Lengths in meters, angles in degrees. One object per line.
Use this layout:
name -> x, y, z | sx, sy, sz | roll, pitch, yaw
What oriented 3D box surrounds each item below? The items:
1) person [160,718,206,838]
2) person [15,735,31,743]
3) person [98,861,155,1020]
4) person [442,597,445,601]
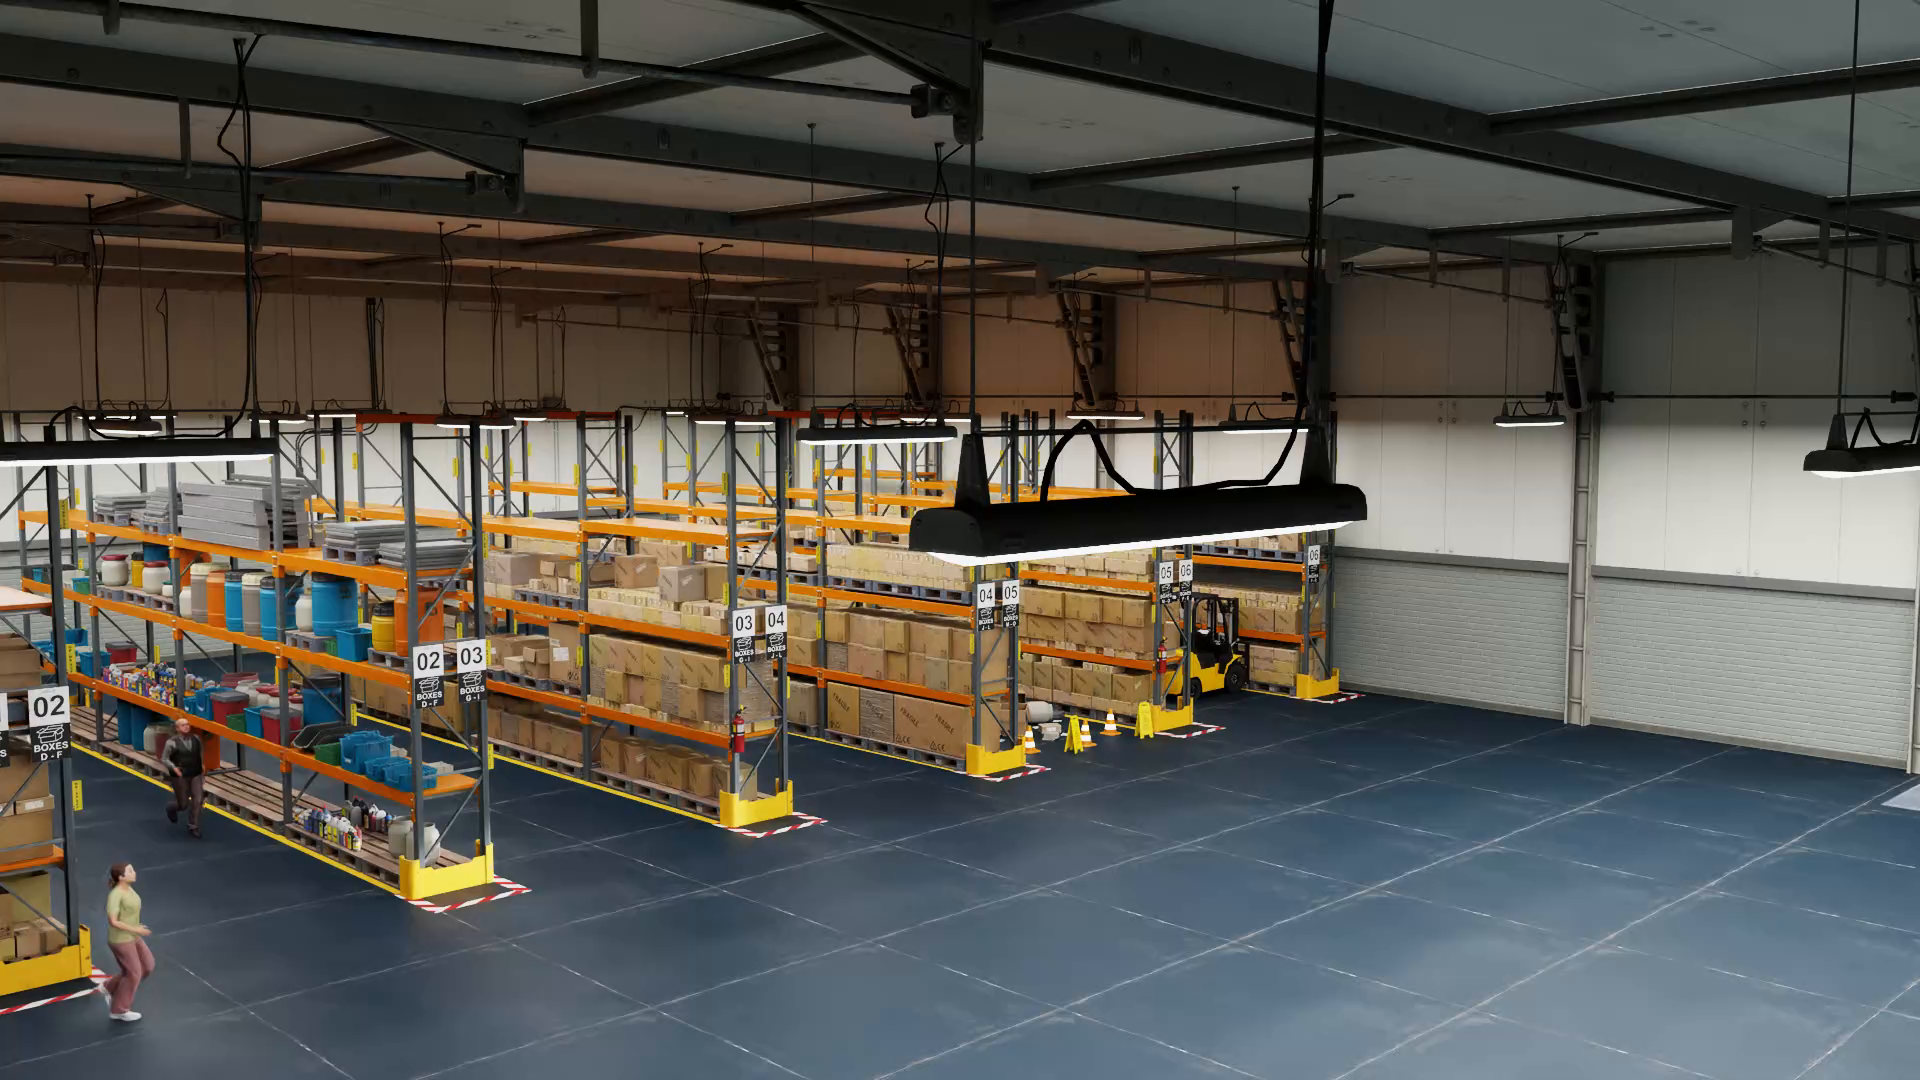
person -> -11.183, 3.416, 24.001 | 0.792, 1.708, 0.661 | 4, 7, 40
person -> -14.993, 3.162, 26.404 | 1.005, 1.782, 0.710 | 3, 6, 33
person -> -8.490, 4.056, 16.895 | 0.570, 1.635, 0.614 | -1, 5, -11
person -> -12.151, 2.144, 38.547 | 0.713, 1.778, 0.616 | 2, 5, 17
